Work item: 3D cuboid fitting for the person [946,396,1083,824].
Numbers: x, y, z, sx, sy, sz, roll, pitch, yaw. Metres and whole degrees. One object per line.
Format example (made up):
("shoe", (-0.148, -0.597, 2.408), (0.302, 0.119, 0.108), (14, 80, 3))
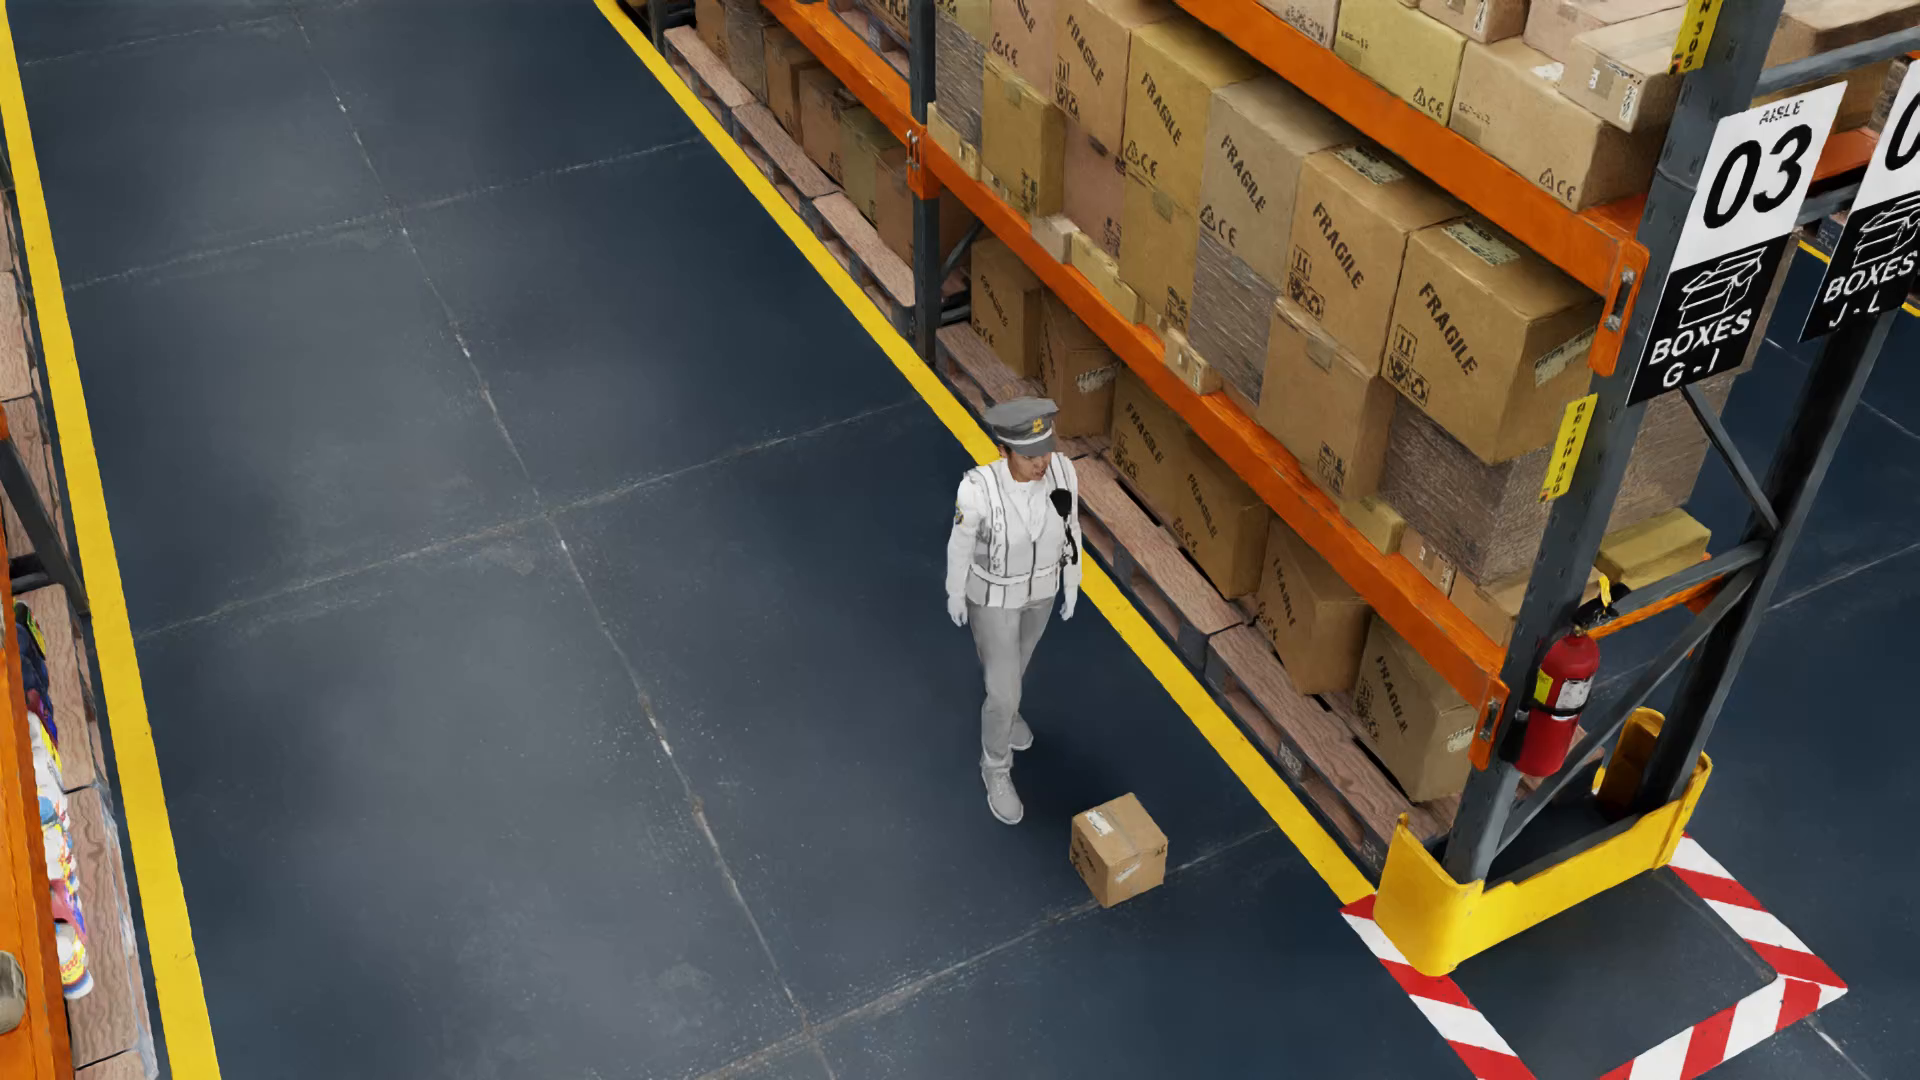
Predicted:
("person", (0.225, 0.210, 5.889), (0.457, 1.682, 0.571), (-19, 45, -20))
